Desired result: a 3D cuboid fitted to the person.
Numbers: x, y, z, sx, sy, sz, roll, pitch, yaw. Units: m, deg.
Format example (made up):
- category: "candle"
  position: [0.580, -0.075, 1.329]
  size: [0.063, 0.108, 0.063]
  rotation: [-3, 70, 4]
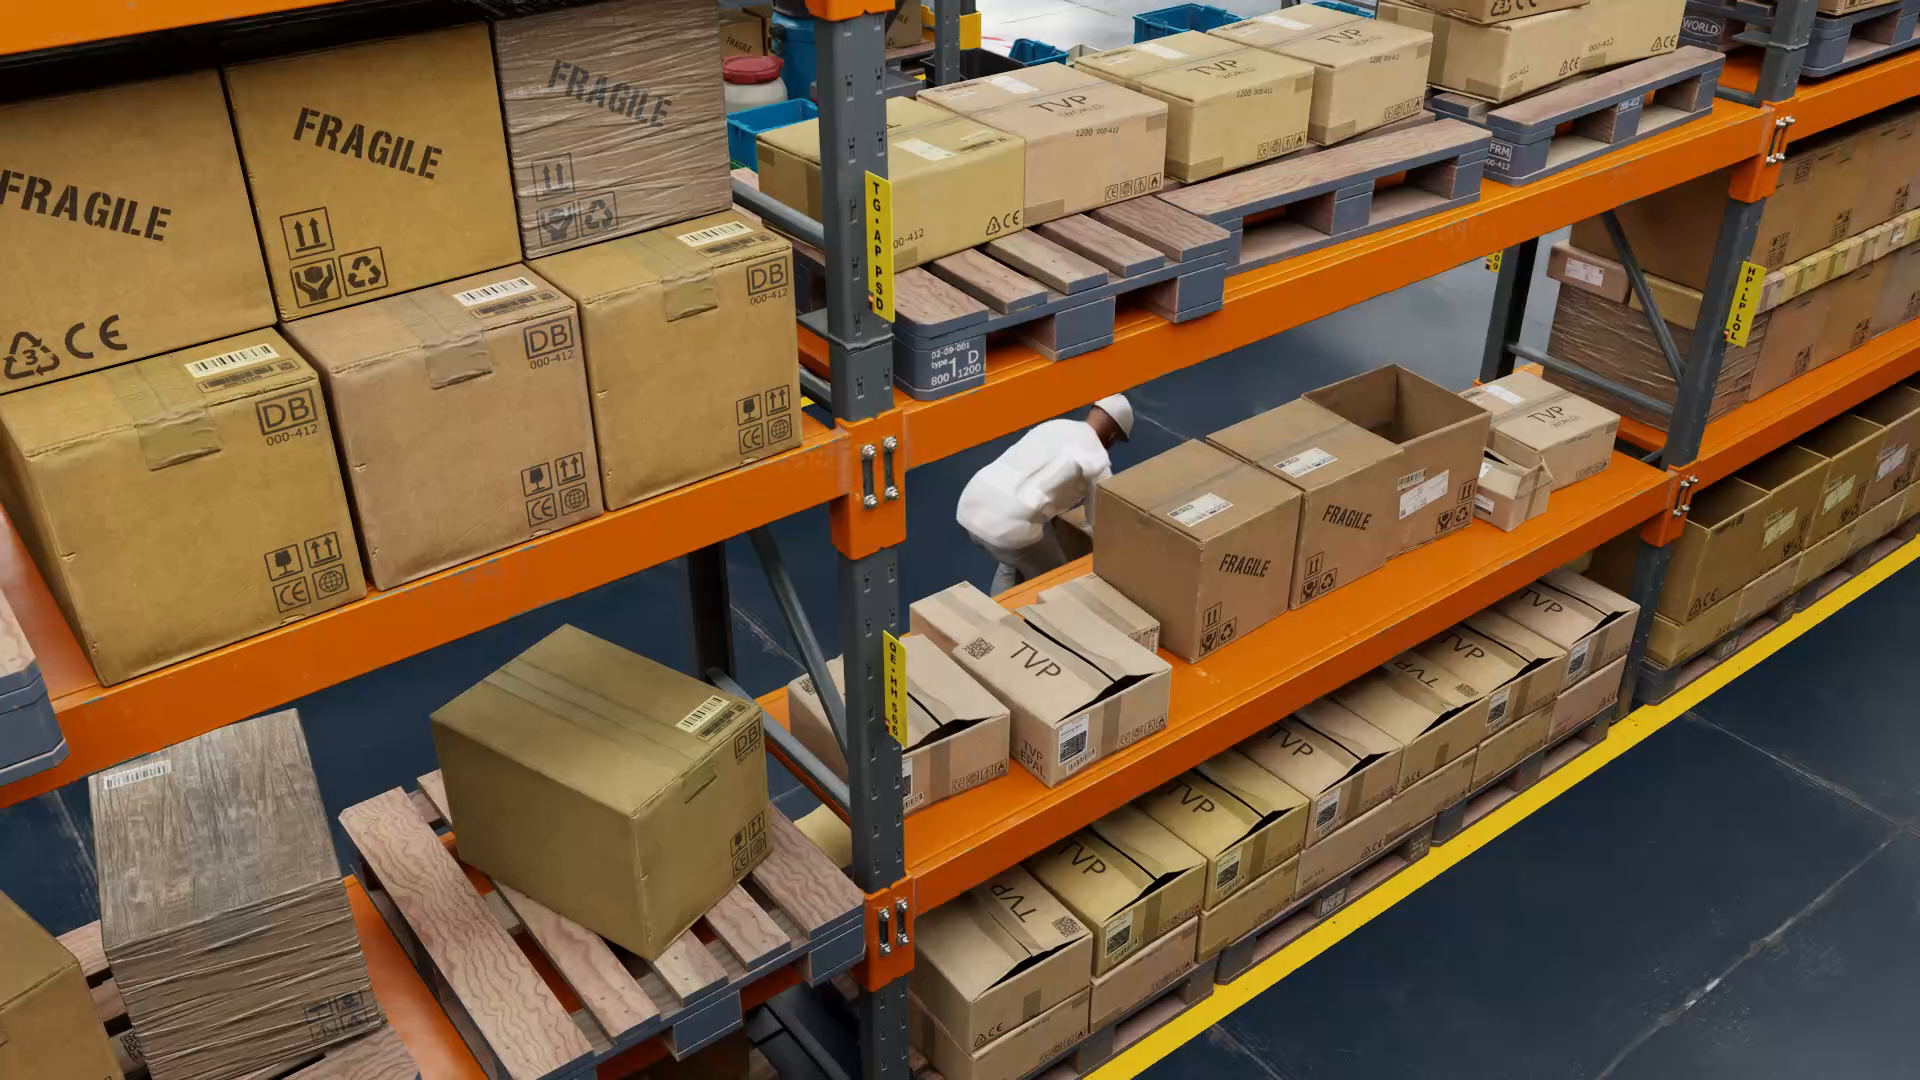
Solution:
- category: "person"
  position: [0.414, -0.014, 7.639]
  size: [0.945, 1.231, 0.498]
  rotation: [-24, 39, -33]
